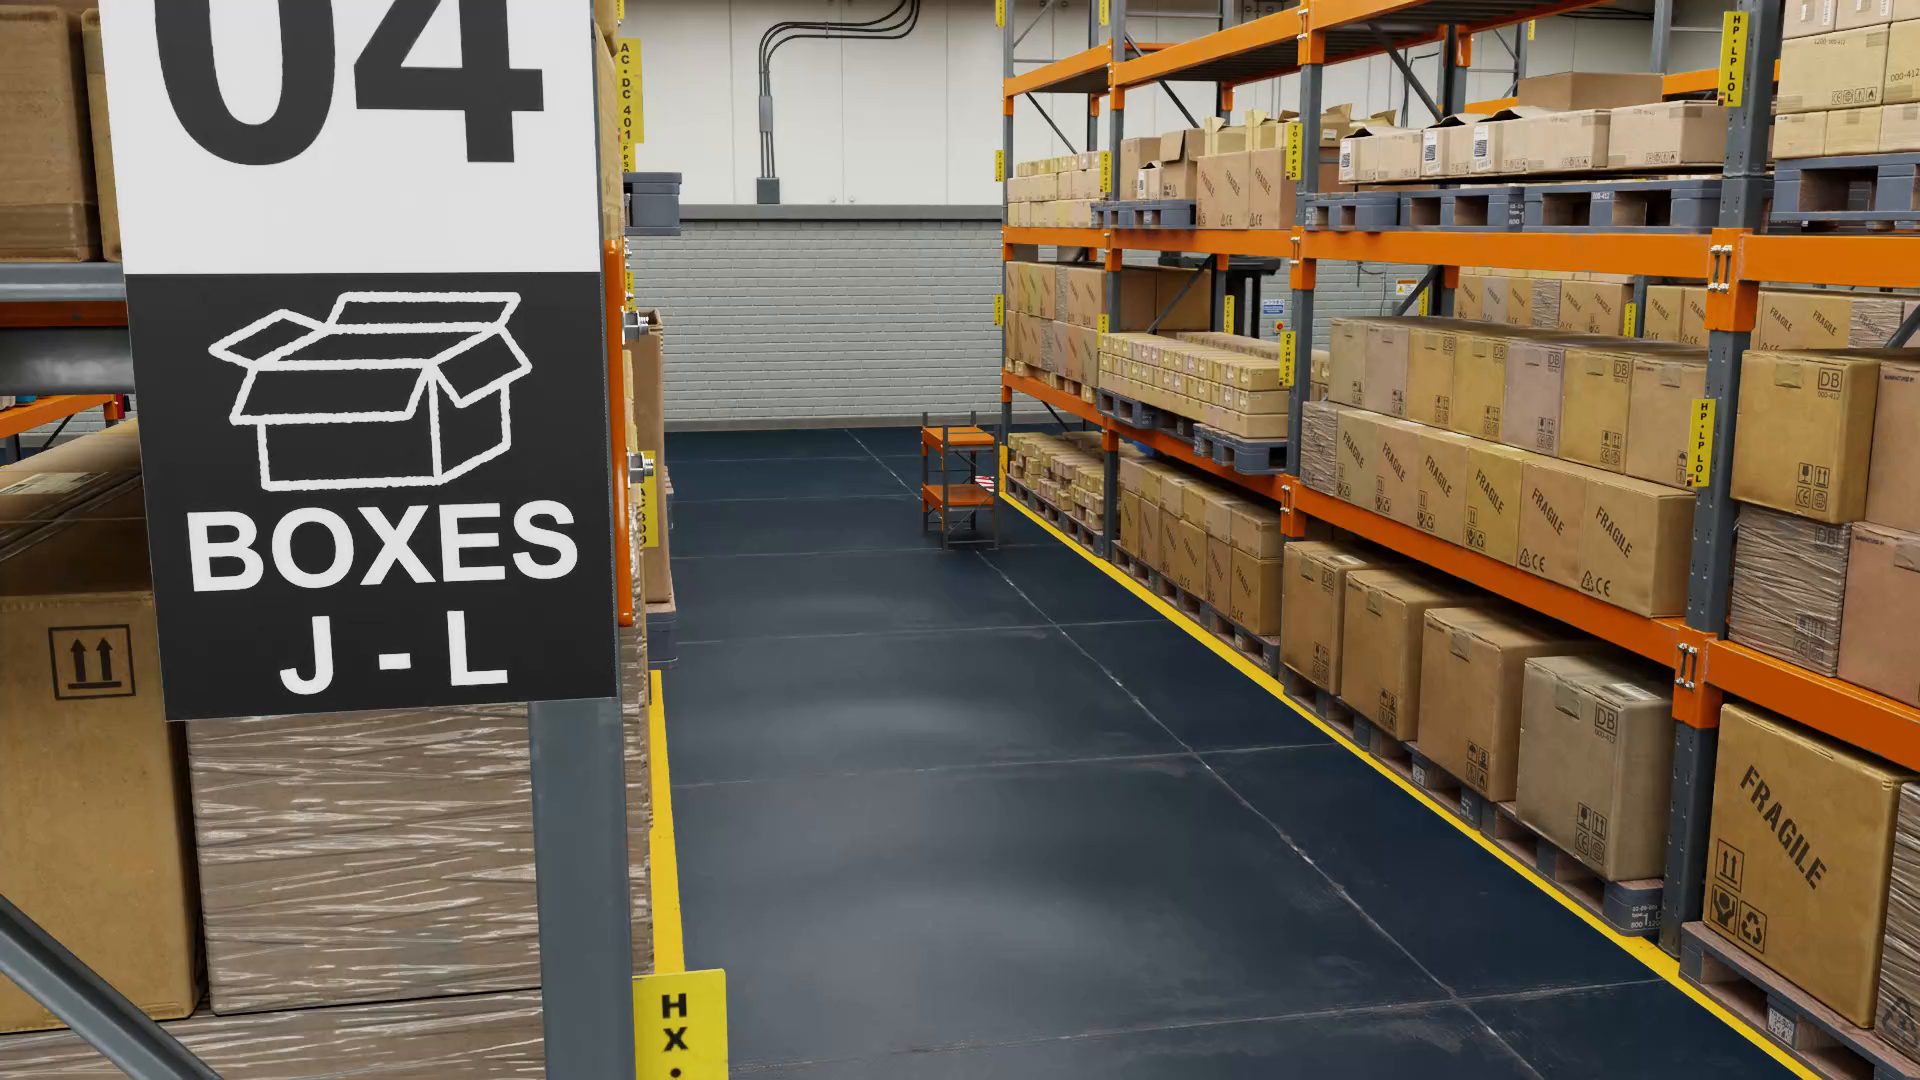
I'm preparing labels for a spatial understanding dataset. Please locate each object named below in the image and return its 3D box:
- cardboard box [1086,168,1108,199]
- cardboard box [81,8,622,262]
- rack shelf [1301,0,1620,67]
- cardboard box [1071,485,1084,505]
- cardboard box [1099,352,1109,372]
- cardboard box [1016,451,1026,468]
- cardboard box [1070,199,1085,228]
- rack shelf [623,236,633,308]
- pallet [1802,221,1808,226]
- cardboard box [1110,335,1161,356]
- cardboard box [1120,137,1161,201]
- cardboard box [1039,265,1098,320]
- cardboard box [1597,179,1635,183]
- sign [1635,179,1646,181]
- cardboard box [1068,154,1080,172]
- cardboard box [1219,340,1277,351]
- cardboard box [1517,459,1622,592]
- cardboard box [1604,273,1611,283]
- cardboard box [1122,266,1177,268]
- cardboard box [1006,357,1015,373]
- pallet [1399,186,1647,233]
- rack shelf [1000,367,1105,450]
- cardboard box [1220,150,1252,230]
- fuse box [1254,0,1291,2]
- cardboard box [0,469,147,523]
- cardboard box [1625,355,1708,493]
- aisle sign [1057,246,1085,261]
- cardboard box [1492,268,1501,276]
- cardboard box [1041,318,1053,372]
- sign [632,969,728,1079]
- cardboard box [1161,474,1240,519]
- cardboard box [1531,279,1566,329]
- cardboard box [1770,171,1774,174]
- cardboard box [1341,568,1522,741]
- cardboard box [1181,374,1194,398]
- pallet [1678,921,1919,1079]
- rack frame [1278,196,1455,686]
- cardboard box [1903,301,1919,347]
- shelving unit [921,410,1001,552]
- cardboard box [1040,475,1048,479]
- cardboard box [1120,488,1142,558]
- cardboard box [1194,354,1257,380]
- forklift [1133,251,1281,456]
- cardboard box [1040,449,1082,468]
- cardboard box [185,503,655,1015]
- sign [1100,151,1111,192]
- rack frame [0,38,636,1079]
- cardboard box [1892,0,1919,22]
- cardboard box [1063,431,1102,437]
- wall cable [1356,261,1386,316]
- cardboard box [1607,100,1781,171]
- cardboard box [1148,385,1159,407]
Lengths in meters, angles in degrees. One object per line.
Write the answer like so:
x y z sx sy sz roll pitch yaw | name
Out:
1.391 -3.040 14.187 0.500 0.250 0.500 -3 11 -14 | cardboard box
-0.661 -0.454 1.938 0.500 0.250 0.500 -2 11 -9 | cardboard box
2.898 -2.616 7.866 1.077 0.370 4.000 -2 11 -11 | rack shelf
1.223 -0.415 15.060 0.380 0.149 0.250 -3 11 -13 | cardboard box
1.356 -1.459 13.593 0.380 0.149 0.250 -2 11 -10 | cardboard box
0.801 -0.847 17.329 0.380 0.149 0.250 -2 11 -11 | cardboard box
1.285 -2.891 14.742 0.500 0.250 0.500 -2 11 -11 | cardboard box
-1.987 -1.177 7.259 1.077 0.370 4.000 -2 11 -11 | rack shelf
6.947 -2.486 12.717 1.003 0.211 1.213 -2 11 -8 | pallet
1.416 -1.554 13.298 0.380 0.149 0.250 -2 11 -9 | cardboard box
1.696 -2.974 13.389 0.700 0.500 0.500 -2 11 -11 | cardboard box
1.066 -2.365 15.864 0.500 0.500 0.500 -2 11 -13 | cardboard box
6.128 -3.286 15.385 0.396 0.266 0.258 -2 11 -9 | cardboard box
6.022 -3.263 14.703 0.100 0.325 0.005 -2 11 -11 | sign
1.191 -3.399 15.006 0.380 0.149 0.250 -3 11 -13 | cardboard box
2.197 -1.438 12.685 0.380 0.149 0.250 -2 11 -13 | cardboard box
2.825 -0.080 7.324 0.500 0.500 0.500 -2 11 -12 | cardboard box
6.250 -2.474 15.495 0.380 0.149 0.250 -2 11 -10 | cardboard box
1.698 -2.285 15.443 0.500 0.500 0.500 -2 11 -10 | cardboard box
0.694 -1.858 17.607 0.380 0.149 0.250 -2 11 -11 | cardboard box
2.906 -1.645 8.299 1.003 0.211 1.213 -2 11 -8 | pallet
1.342 -1.332 16.098 1.077 0.370 4.000 -2 11 -11 | rack shelf
2.038 -2.295 10.941 0.500 0.500 0.500 -2 11 -11 | cardboard box
4.426 -7.789 23.496 0.513 0.334 0.176 -2 11 -11 | fuse box
-1.273 0.174 2.523 0.500 0.500 0.500 -2 11 -11 | cardboard box
3.184 -0.483 6.770 0.700 0.500 0.500 -2 11 -12 | cardboard box
1.233 -3.354 17.843 0.394 0.787 0.004 -2 11 -11 | aisle sign
5.817 -2.844 17.439 0.380 0.149 0.250 -2 11 -10 | cardboard box
1.086 -1.875 15.961 0.500 0.500 0.500 -2 11 -12 | cardboard box
-0.288 0.599 1.713 0.100 0.325 0.005 -2 11 -11 | sign
1.816 -0.329 12.461 0.500 0.250 0.500 -2 11 -9 | cardboard box
6.005 -2.321 16.425 0.500 0.500 0.500 -2 11 -10 | cardboard box
6.578 -2.784 13.013 0.396 0.266 0.258 -1 11 -6 | cardboard box
2.712 0.589 8.975 1.050 0.750 0.750 -2 11 -10 | cardboard box
1.764 -1.077 11.586 0.380 0.149 0.250 -2 11 -11 | cardboard box
3.358 1.660 5.908 1.003 0.211 1.213 -2 11 -11 | pallet
2.509 -0.585 10.250 1.000 3.000 0.127 -2 11 -11 | rack frame
6.987 -1.410 11.638 0.500 0.500 0.500 -2 11 -13 | cardboard box
-0.001 -0.554 15.098 0.538 1.125 1.048 -2 11 -11 | shelving unit
1.012 -0.566 16.650 0.380 0.149 0.250 -2 11 -11 | cardboard box
1.614 -0.152 13.536 0.500 0.500 0.500 -2 11 -9 | cardboard box
1.810 -1.177 11.314 0.380 0.149 0.250 -2 11 -9 | cardboard box
2.646 -1.897 17.325 1.130 2.935 3.031 -1 11 -7 | forklift
0.997 -0.802 16.296 0.380 0.149 0.250 -2 11 -10 | cardboard box
-0.660 0.247 2.142 0.500 0.500 0.500 -2 11 -11 | cardboard box
1.200 -3.025 13.664 0.100 0.325 0.005 -2 11 -11 | sign
-0.820 1.044 1.690 1.000 3.000 0.127 -2 11 -11 | rack frame
3.124 -1.677 5.110 0.380 0.149 0.250 -2 11 -12 | cardboard box
1.304 -1.063 17.668 0.380 0.149 0.250 -2 11 -10 | cardboard box
6.058 -3.837 24.618 0.588 1.984 0.122 -2 11 -11 | wall cable
2.992 -1.631 6.730 0.500 0.250 0.500 -2 11 -10 | cardboard box
1.615 -1.074 12.364 0.380 0.149 0.250 -2 11 -12 | cardboard box
